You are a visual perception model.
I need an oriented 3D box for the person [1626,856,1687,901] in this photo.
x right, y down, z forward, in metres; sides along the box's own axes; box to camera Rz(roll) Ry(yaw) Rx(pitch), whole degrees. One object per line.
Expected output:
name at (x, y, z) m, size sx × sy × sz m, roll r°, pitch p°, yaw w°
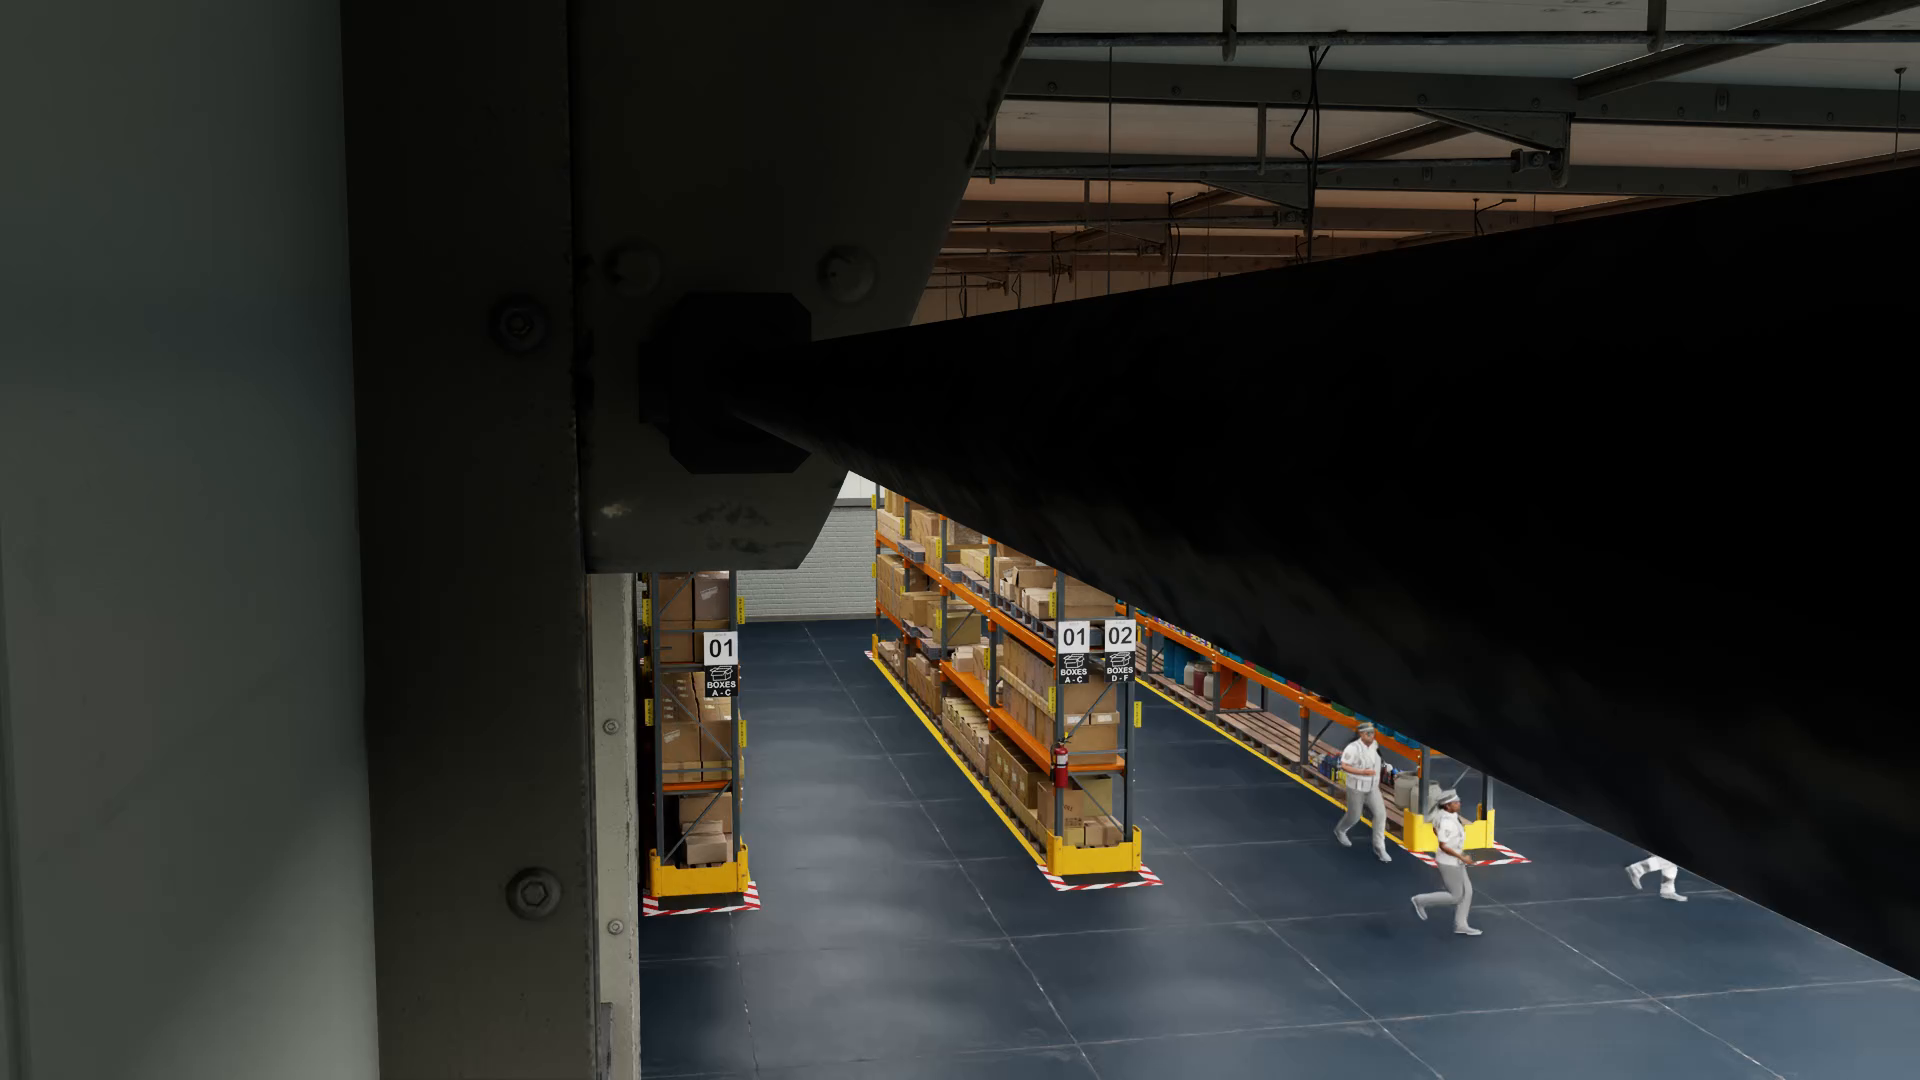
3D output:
person at (8.372, 3.426, 19.923) m, size 0.700 × 1.765 × 0.658 m, roll 2°, pitch 6°, yaw 21°

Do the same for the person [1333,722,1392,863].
person at (5.239, 3.236, 21.698) m, size 0.690 × 1.811 × 0.941 m, roll -3°, pitch 6°, yaw -24°

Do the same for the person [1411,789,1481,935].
person at (5.478, 3.599, 18.675) m, size 0.768 × 1.660 × 0.593 m, roll 2°, pitch 6°, yaw 16°
